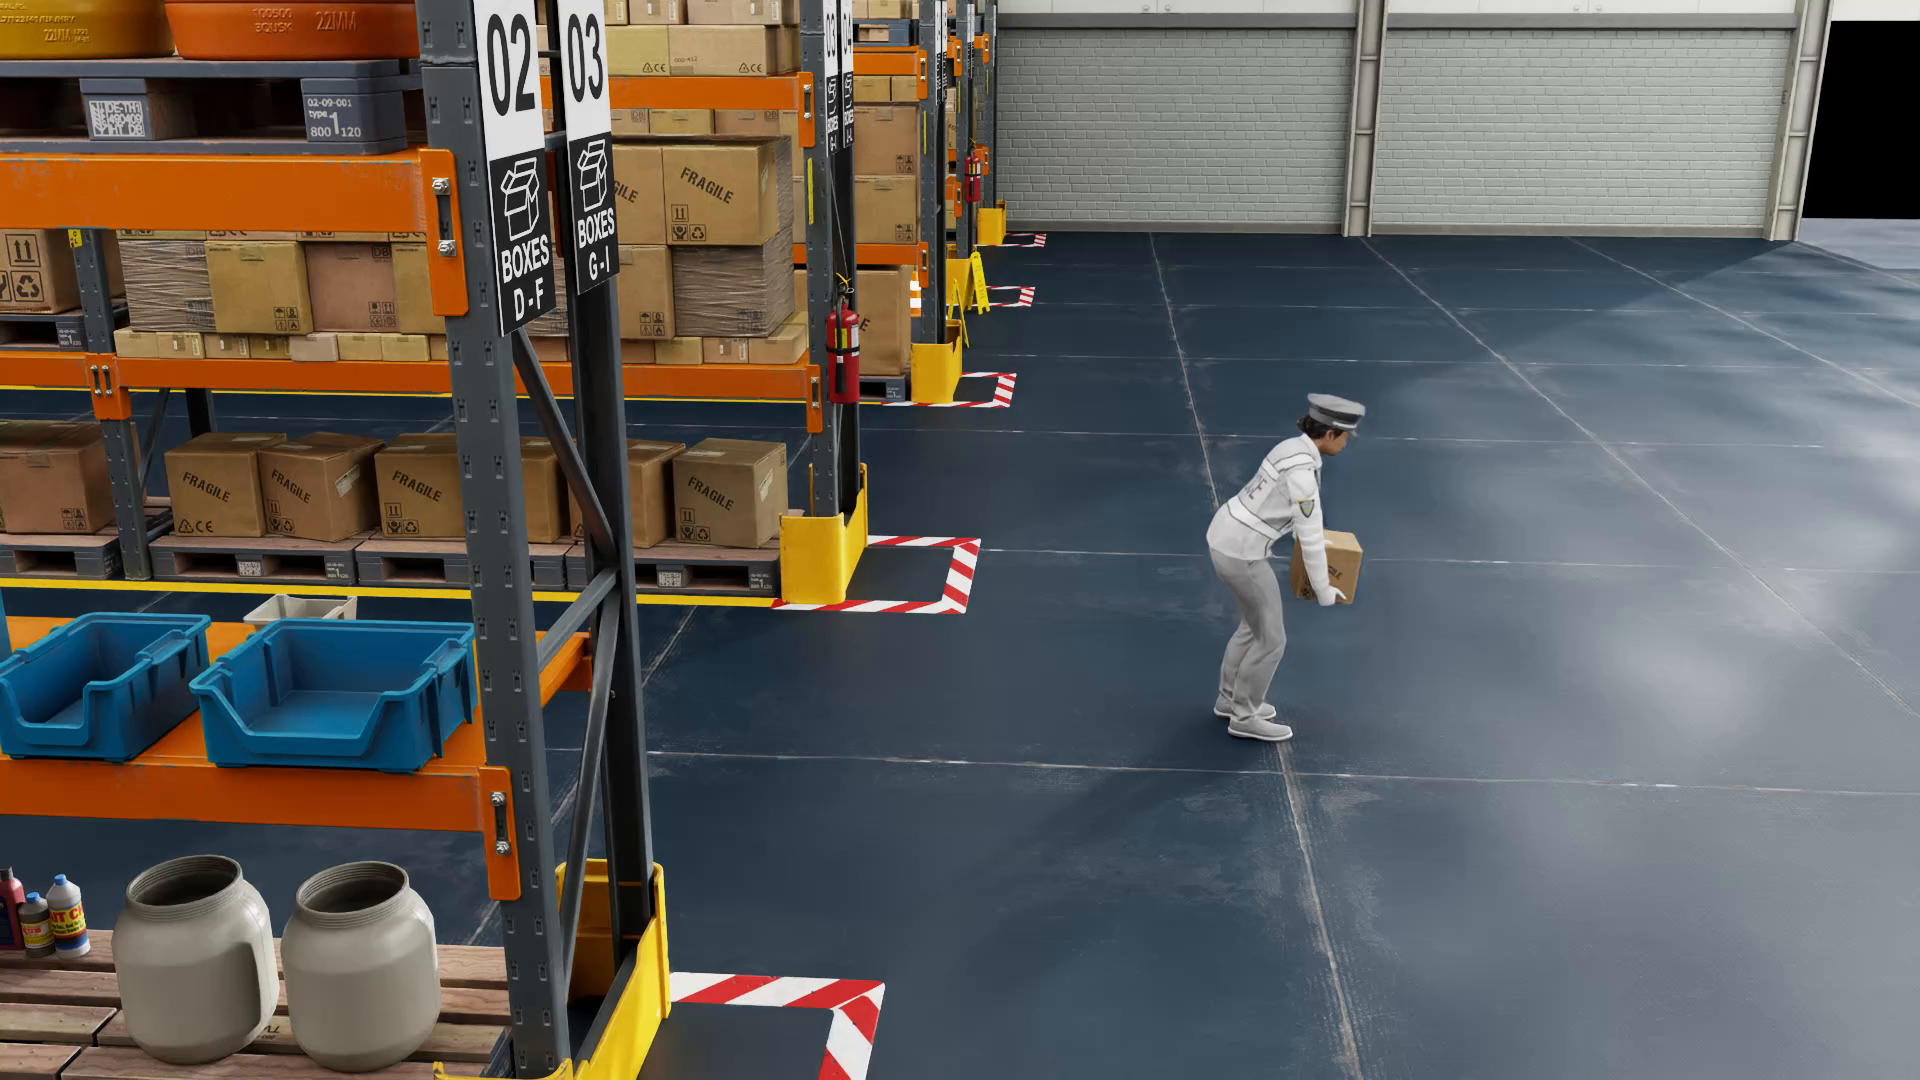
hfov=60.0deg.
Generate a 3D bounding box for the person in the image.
[{"bbox_3d":[1.415,0.119,7.376,0.648,1.552,0.411,1,18,3],"label":"person"}]
